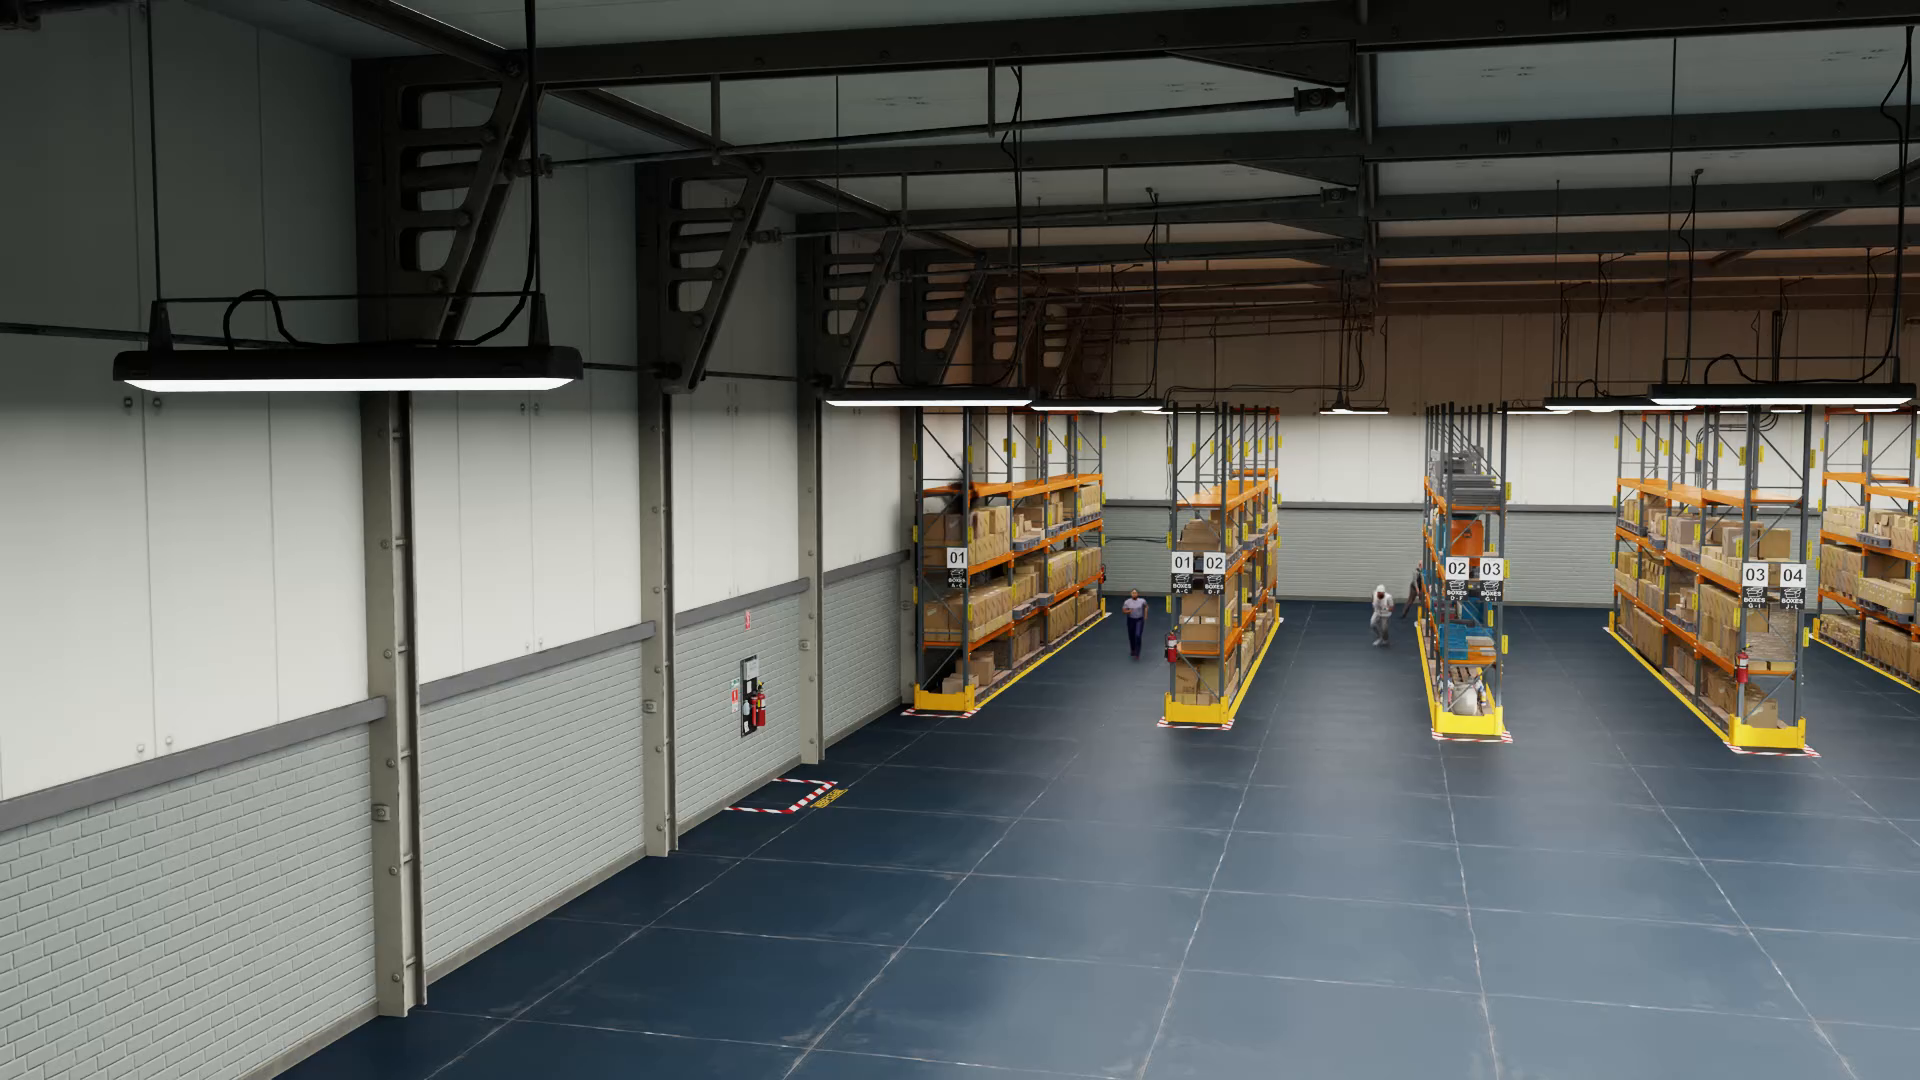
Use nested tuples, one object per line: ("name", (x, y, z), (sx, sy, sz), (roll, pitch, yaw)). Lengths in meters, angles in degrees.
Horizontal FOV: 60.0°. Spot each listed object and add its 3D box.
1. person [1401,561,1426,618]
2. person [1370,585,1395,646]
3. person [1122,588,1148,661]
("person", (12.938, 1.413, 46.987), (0.649, 1.672, 0.896), (-3, 5, -35))
("person", (10.514, 1.853, 41.364), (0.713, 1.547, 1.124), (3, 5, 31))
("person", (4.145, 1.987, 39.388), (0.585, 1.690, 0.853), (1, 4, 13))
